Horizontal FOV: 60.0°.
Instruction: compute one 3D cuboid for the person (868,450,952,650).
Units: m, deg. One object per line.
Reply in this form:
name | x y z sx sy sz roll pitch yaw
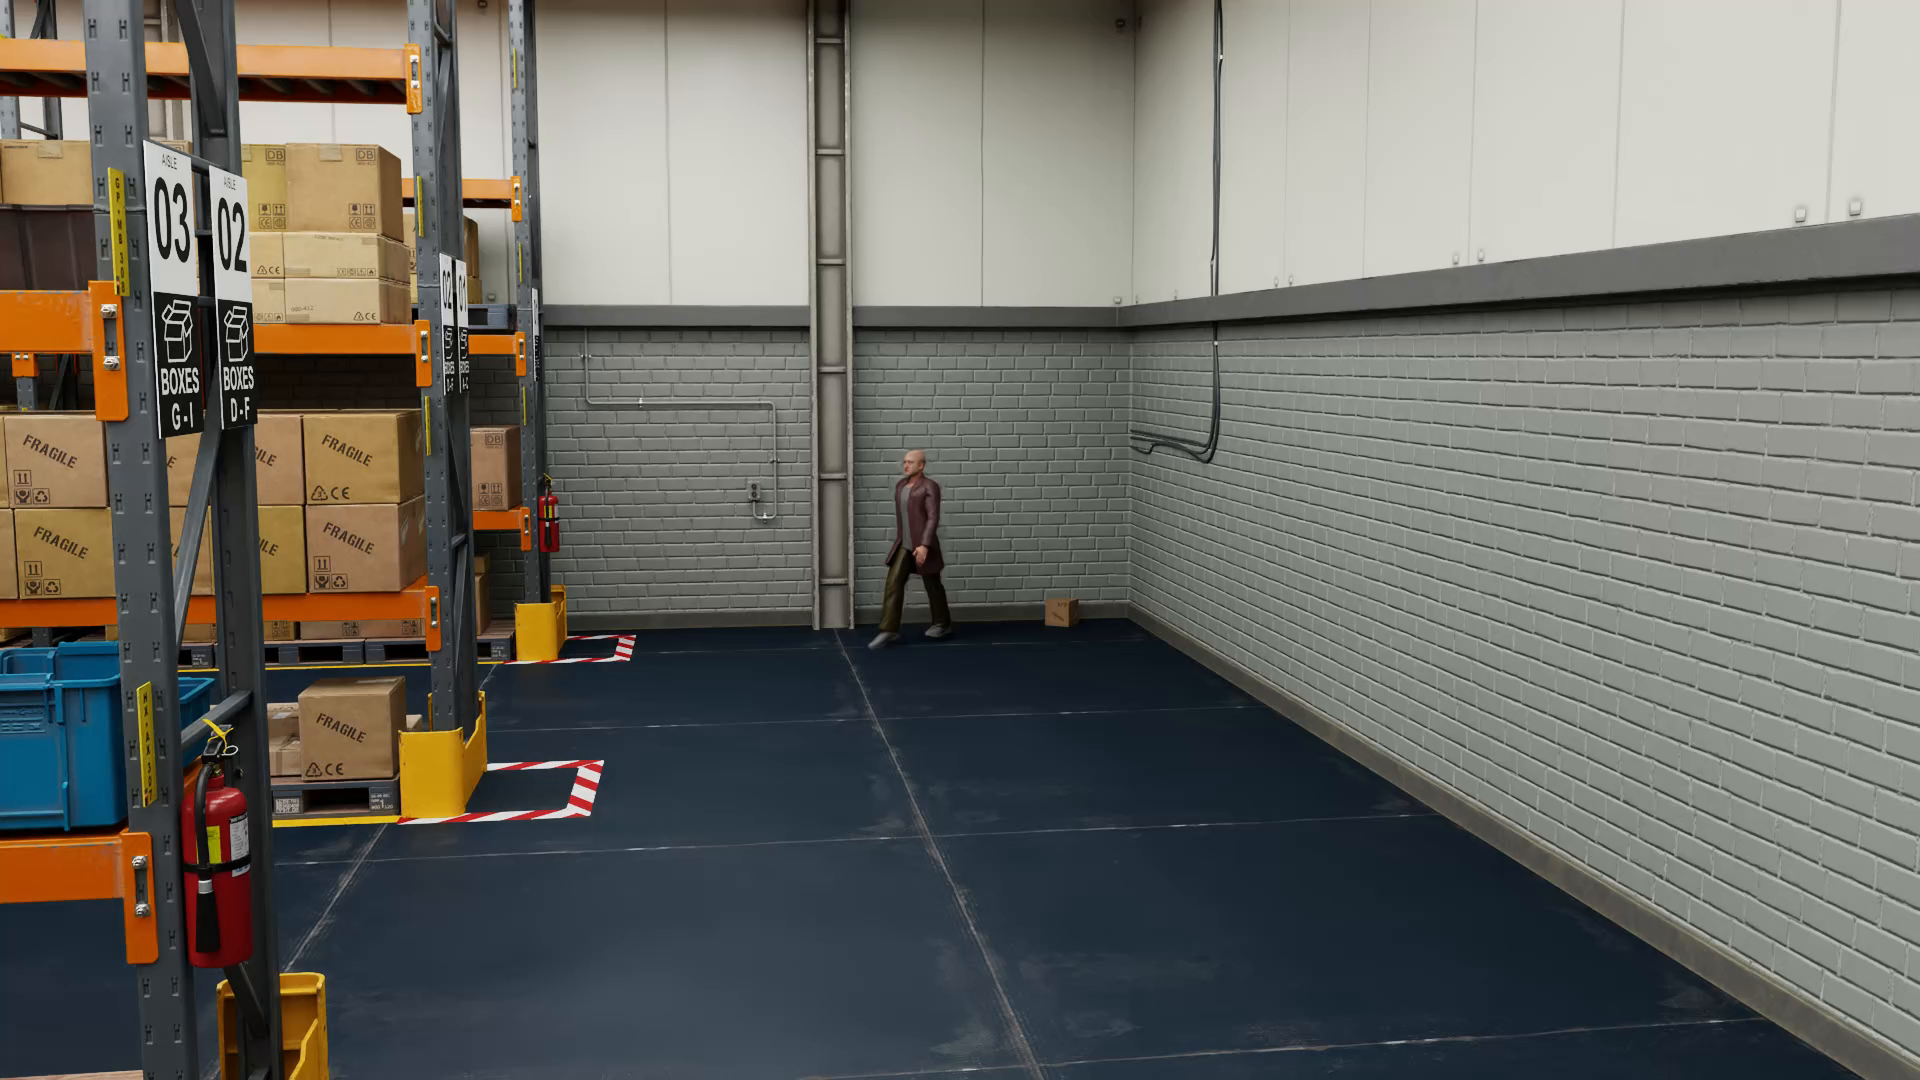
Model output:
person | -0.449 0.071 15.153 0.658 1.780 0.950 5 8 40
